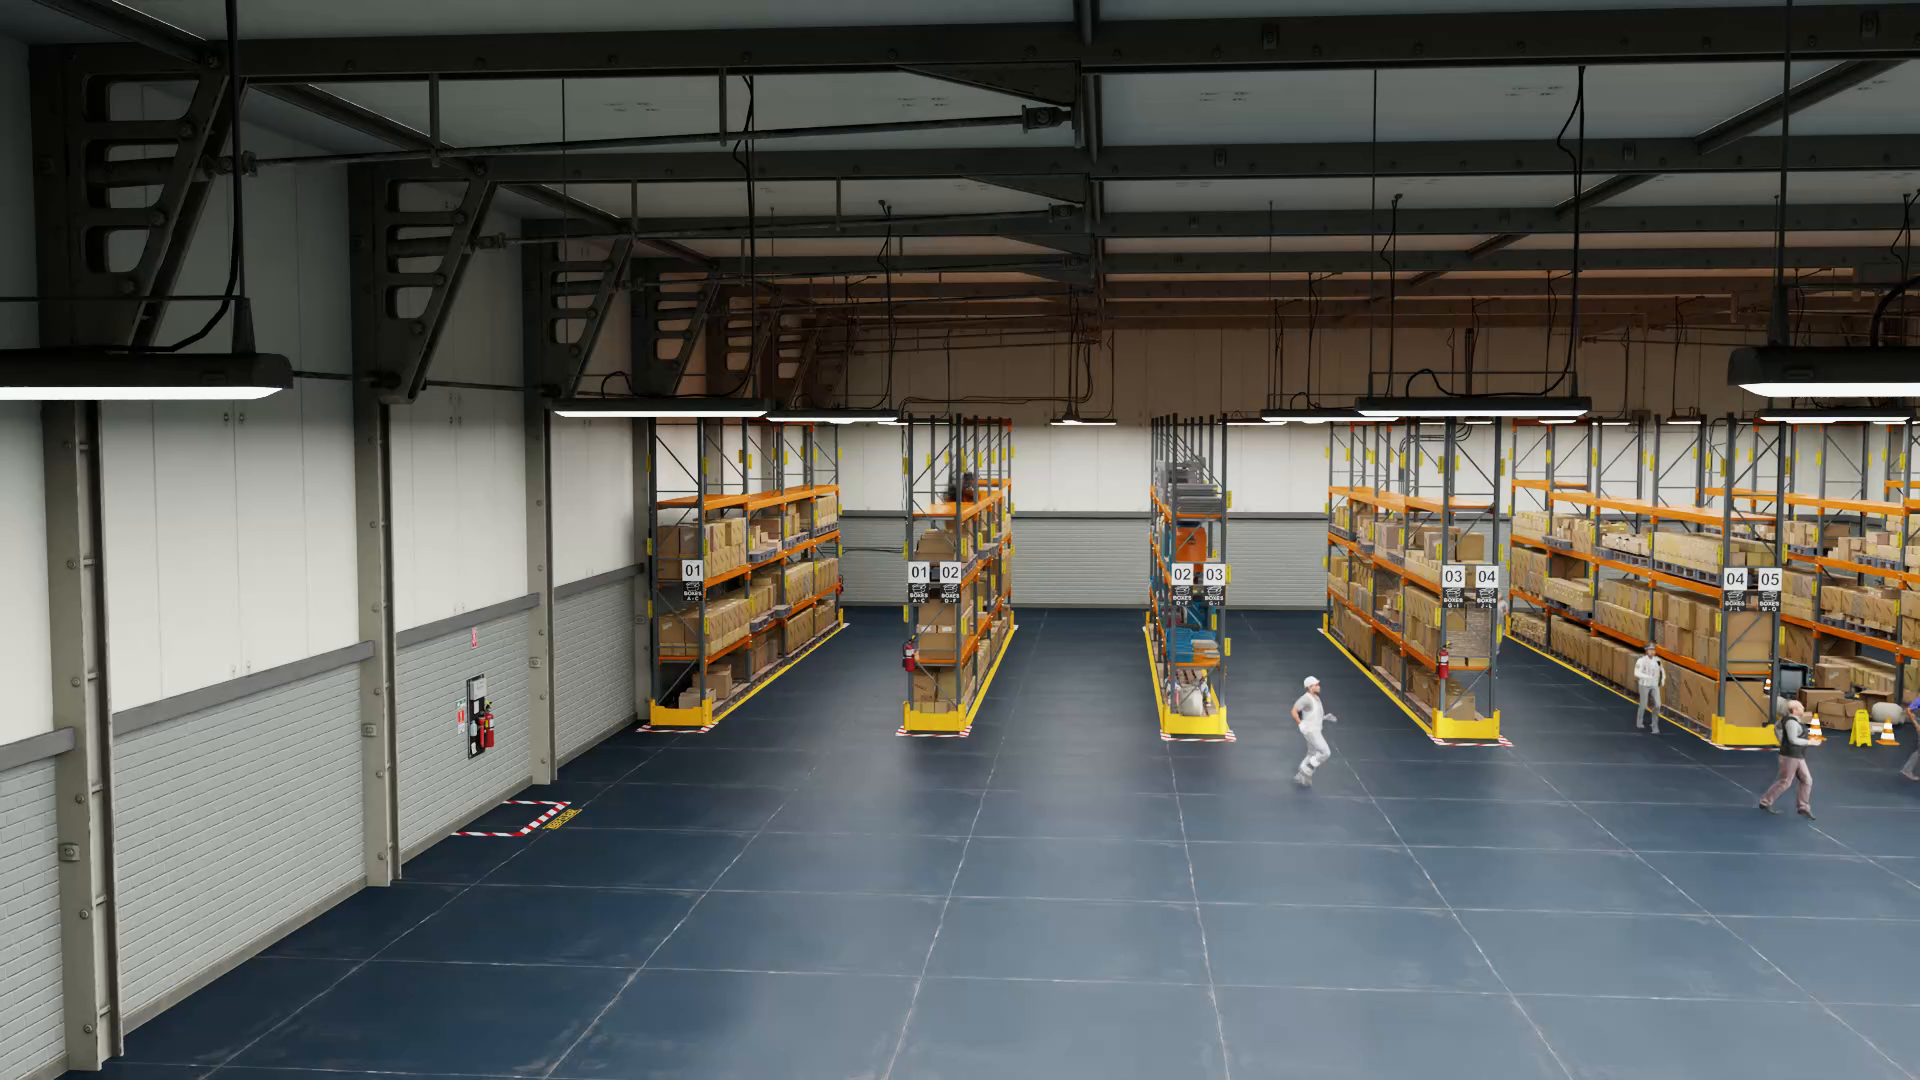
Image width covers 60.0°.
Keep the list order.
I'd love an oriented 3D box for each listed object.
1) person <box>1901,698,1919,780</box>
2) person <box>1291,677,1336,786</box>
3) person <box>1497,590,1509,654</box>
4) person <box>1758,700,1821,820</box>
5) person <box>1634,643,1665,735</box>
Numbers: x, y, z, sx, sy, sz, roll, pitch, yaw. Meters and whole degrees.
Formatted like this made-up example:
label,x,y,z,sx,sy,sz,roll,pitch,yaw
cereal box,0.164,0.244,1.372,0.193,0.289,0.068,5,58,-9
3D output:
label,x,y,z,sx,sy,sz,roll,pitch,yaw
person,15.470,3.112,26.591,0.547,1.704,0.761,-4,5,-42
person,5.648,3.047,26.442,0.649,1.743,0.646,2,4,27
person,13.509,2.074,41.782,0.546,1.639,0.643,0,4,5
person,12.165,3.227,24.361,0.803,1.772,0.642,2,4,31
person,12.966,2.794,31.248,0.632,1.764,0.722,0,4,1
